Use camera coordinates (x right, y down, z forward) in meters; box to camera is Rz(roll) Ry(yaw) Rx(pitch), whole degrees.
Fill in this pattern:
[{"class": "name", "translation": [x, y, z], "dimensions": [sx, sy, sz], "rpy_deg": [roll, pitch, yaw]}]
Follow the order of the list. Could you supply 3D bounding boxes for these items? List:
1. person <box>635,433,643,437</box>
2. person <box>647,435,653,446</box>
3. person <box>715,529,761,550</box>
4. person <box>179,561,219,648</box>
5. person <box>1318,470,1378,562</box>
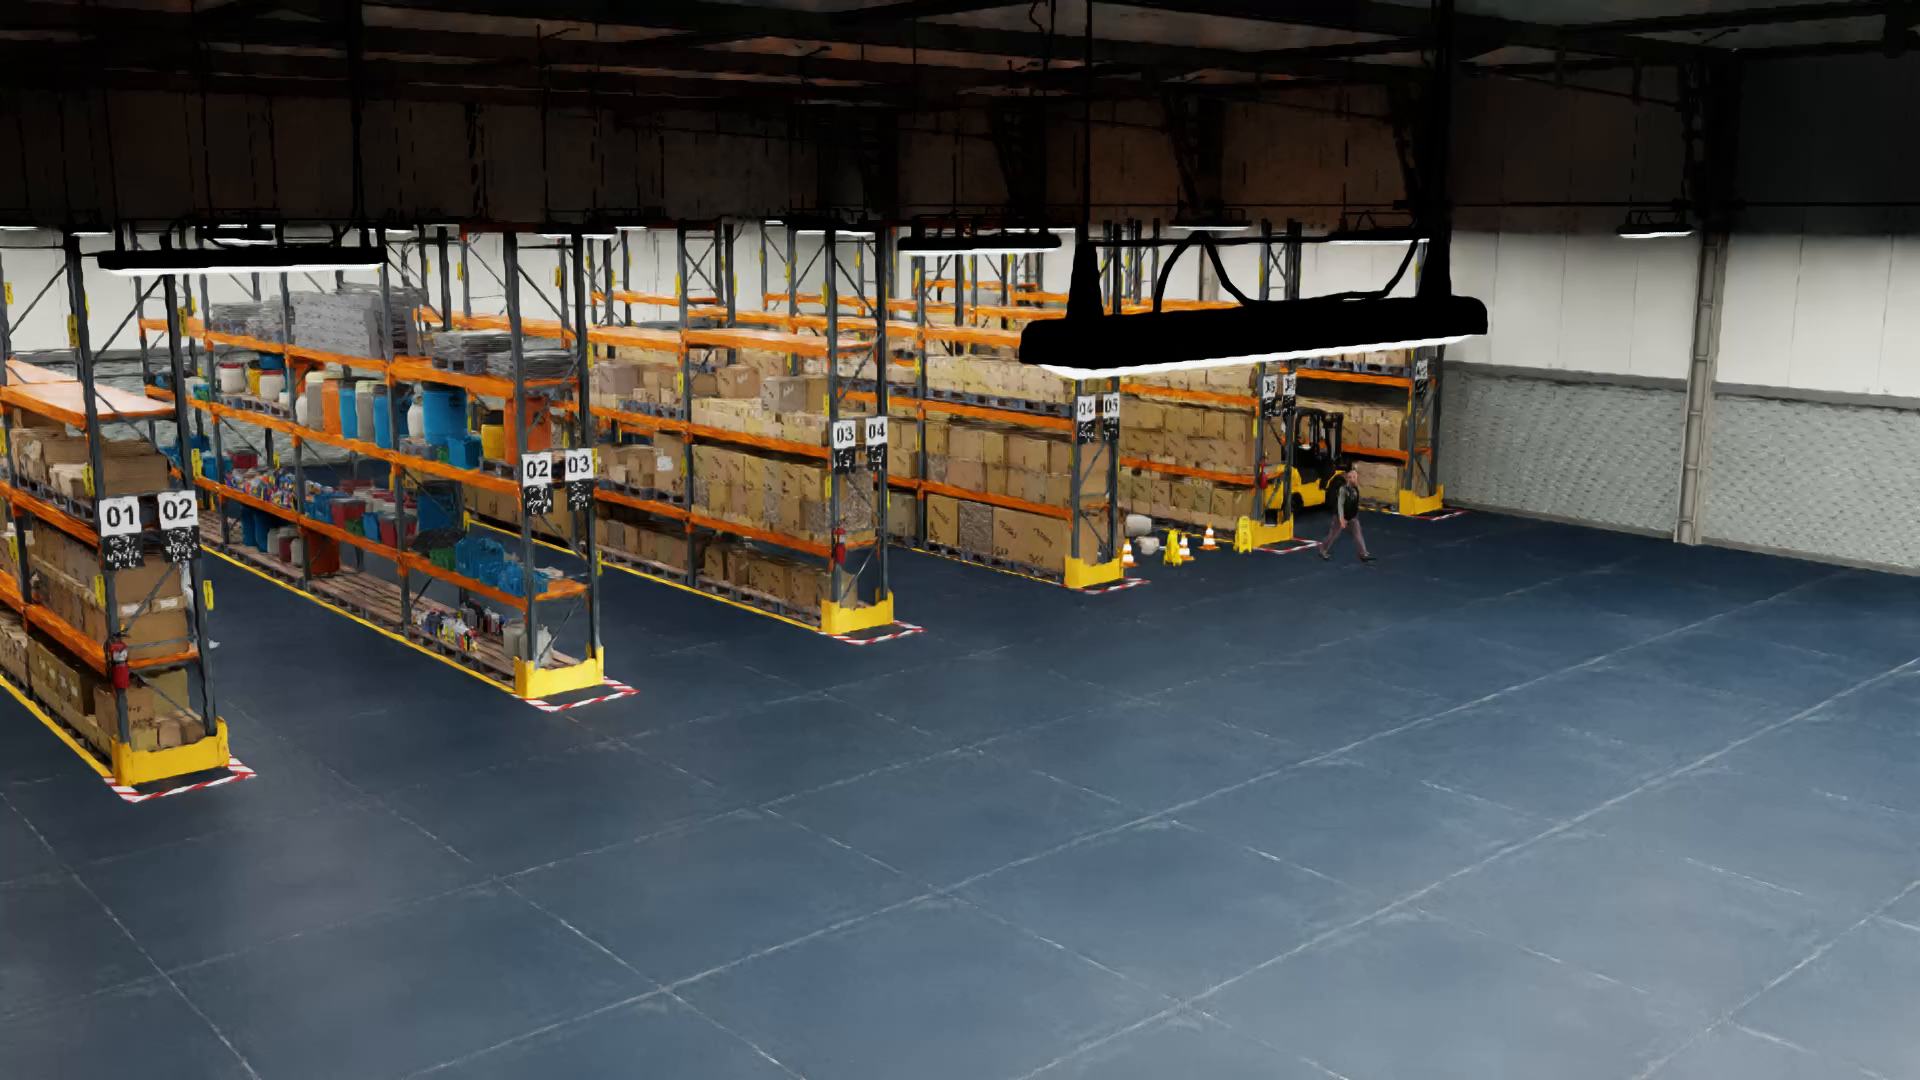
[{"class": "person", "translation": [-8.946, -3.606, 45.533], "dimensions": [0.533, 1.672, 0.519], "rpy_deg": [-1, 11, -3]}, {"class": "person", "translation": [-7.817, -2.959, 42.293], "dimensions": [0.602, 1.659, 0.408], "rpy_deg": [4, 12, 17]}, {"class": "person", "translation": [-4.176, -0.609, 30.485], "dimensions": [0.845, 1.714, 0.684], "rpy_deg": [7, 13, 32]}, {"class": "person", "translation": [-11.238, 0.746, 23.783], "dimensions": [0.885, 1.713, 0.717], "rpy_deg": [7, 13, 32]}, {"class": "person", "translation": [6.944, -0.435, 29.773], "dimensions": [0.541, 1.643, 1.105], "rpy_deg": [-10, 15, -42]}]
